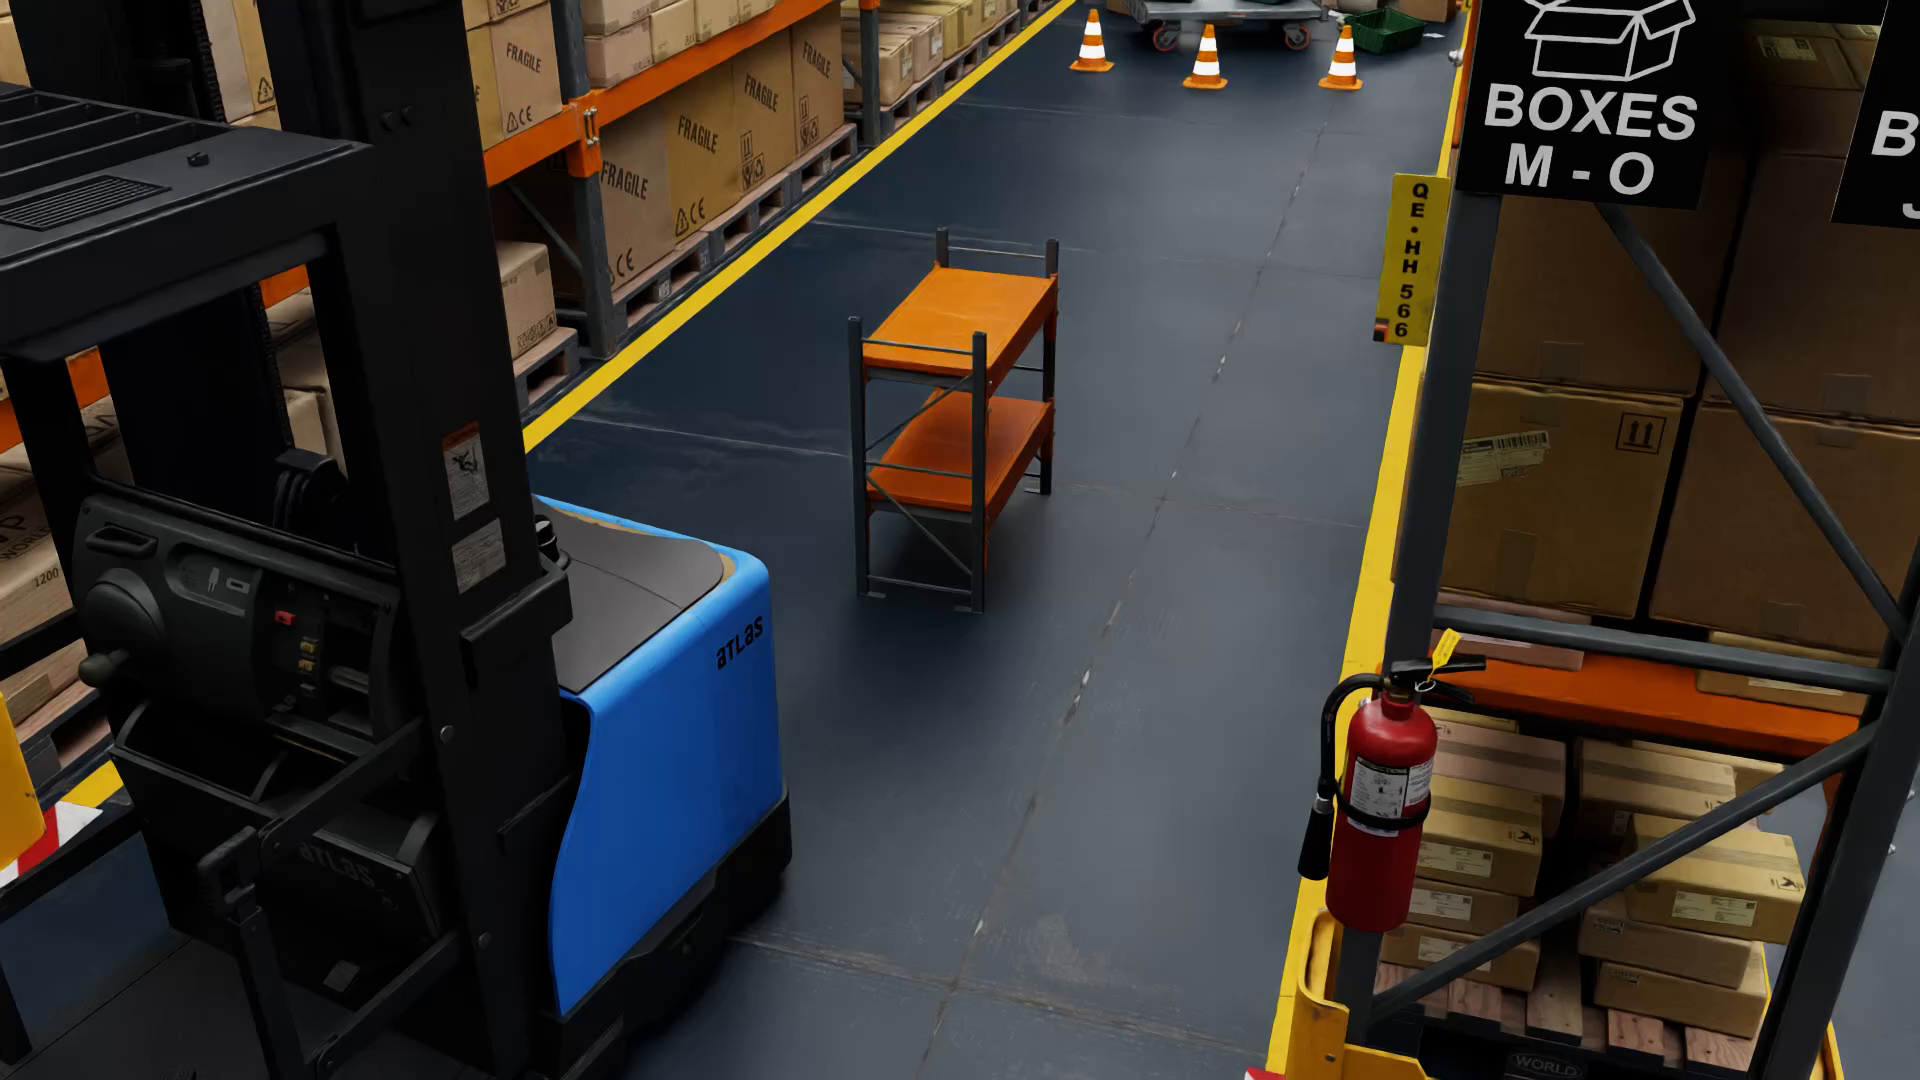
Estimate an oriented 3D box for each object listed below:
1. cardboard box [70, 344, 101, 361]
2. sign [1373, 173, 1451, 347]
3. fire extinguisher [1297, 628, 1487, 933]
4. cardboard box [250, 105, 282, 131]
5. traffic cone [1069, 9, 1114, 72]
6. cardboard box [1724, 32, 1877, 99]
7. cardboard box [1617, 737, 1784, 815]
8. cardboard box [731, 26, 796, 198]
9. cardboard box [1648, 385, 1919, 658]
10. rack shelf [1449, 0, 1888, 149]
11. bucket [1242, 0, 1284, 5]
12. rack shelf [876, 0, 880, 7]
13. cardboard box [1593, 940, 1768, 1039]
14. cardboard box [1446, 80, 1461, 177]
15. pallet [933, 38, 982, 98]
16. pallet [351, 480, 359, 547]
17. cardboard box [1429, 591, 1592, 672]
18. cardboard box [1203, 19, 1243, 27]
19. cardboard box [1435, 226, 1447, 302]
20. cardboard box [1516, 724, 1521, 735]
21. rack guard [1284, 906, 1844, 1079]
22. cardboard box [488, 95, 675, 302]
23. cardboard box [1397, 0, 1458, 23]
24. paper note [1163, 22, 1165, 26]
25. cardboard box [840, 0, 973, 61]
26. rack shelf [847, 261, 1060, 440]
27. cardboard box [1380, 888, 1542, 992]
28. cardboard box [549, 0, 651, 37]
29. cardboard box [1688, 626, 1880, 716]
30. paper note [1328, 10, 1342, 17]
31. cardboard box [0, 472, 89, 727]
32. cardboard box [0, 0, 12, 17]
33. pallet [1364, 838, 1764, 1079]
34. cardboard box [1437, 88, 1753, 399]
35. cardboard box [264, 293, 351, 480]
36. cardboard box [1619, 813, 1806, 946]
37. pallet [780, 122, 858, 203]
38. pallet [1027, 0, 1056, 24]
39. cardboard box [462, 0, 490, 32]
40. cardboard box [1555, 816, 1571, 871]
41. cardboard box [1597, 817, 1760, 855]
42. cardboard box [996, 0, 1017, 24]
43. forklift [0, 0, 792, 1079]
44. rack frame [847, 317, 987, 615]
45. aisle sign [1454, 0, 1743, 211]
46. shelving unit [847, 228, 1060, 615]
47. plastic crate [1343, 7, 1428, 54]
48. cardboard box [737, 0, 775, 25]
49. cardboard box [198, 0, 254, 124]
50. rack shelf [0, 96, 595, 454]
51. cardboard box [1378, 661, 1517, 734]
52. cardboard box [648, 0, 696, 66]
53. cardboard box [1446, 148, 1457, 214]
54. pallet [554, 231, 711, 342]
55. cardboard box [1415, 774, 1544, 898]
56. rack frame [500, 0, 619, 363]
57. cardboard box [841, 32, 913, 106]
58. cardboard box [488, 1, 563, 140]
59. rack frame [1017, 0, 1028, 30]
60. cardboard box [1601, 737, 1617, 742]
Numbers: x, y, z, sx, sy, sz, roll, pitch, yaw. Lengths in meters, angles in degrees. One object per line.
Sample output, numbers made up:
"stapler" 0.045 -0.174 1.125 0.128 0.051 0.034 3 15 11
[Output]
"cardboard box" -2.867 -0.905 5.189 0.500 0.500 0.500 8 30 14
"sign" 0.833 -0.513 3.071 0.100 0.325 0.005 8 30 15
"fire extinguisher" 0.843 0.467 3.288 0.296 0.674 0.183 8 30 15
"cardboard box" -2.569 -1.374 6.032 0.500 0.500 0.500 10 30 17
"traffic cone" 1.093 -4.132 13.702 0.336 0.463 0.334 8 30 15
"cardboard box" 1.885 -0.798 3.661 0.500 0.500 0.500 9 30 16
"cardboard box" 1.999 0.582 4.506 0.380 0.149 0.250 8 30 15
"cardboard box" -1.604 -2.690 10.254 0.875 0.875 0.875 9 30 15
"cardboard box" 1.754 -0.124 3.478 0.500 0.500 0.500 10 31 17
"rack shelf" 1.945 -1.707 4.387 1.077 0.370 4.000 8 30 15
"bucket" 2.716 -4.983 14.426 0.726 0.611 0.620 20 45 32
"rack shelf" -0.469 -4.773 12.985 1.077 0.370 4.000 8 30 15
"cardboard box" 1.817 1.084 4.217 0.380 0.149 0.250 9 30 16
"cardboard box" 1.825 -1.159 5.340 0.500 0.500 0.500 8 30 14
"pallet" -0.465 -3.867 13.485 1.003 0.211 1.213 8 30 15
"pallet" -2.884 -0.169 6.838 1.003 0.211 1.213 8 30 15
"cardboard box" 1.183 0.137 3.676 0.380 0.149 0.250 9 30 15
"cardboard box" 2.409 -4.894 15.275 0.258 0.266 0.396 -12 31 -20
"cardboard box" 1.400 -0.439 4.044 0.500 0.500 0.500 8 30 14
"cardboard box" 1.391 0.624 4.738 0.380 0.149 0.250 7 30 13
"rack guard" 1.380 1.276 3.942 1.175 0.500 0.348 8 30 15
"cardboard box" -2.124 -1.854 8.750 0.875 0.875 0.875 9 30 16
"cardboard box" 4.355 -5.134 15.462 0.500 0.500 0.500 14 32 23
"paper note" 1.905 -4.722 15.207 0.148 0.019 0.142 8 30 15
"cardboard box" -0.443 -4.150 13.396 0.950 0.372 0.625 10 30 17
"rack shelf" -0.002 -0.744 6.329 0.538 0.278 1.000 8 30 15
"cardboard box" 1.313 1.007 4.355 0.380 0.149 0.250 9 30 16
"cardboard box" -1.831 -2.616 8.008 0.500 0.250 0.500 8 30 13
"cardboard box" 1.766 0.225 3.518 0.380 0.149 0.250 8 30 14
"paper note" 3.529 -4.949 15.623 0.172 0.023 0.155 20 35 32
"cardboard box" -3.306 0.175 5.554 0.875 0.438 0.875 7 30 13
"cardboard box" -2.840 -1.566 4.681 0.380 0.149 0.250 9 30 16
"pallet" 1.652 1.030 4.681 1.003 0.211 1.213 8 30 15
"cardboard box" 1.254 -0.640 3.377 0.500 0.500 0.500 8 30 14
"cardboard box" -2.779 -0.670 7.073 0.875 0.438 0.875 8 30 13
"cardboard box" 1.836 0.826 4.067 0.380 0.149 0.250 7 30 13
"pallet" -1.359 -2.584 11.177 1.003 0.211 1.213 8 30 15
"pallet" 0.282 -5.115 15.728 1.003 0.211 1.213 8 30 15
"cardboard box" -2.261 -2.286 6.643 0.500 0.500 0.500 8 30 14
"cardboard box" 1.882 0.834 4.666 0.380 0.149 0.250 9 30 15
"cardboard box" 1.891 0.825 4.375 0.380 0.149 0.250 8 30 15
"cardboard box" -0.033 -4.808 14.578 0.950 0.372 0.625 9 30 16
"forklift" -1.627 0.228 3.325 1.130 2.935 3.031 14 32 24
"rack frame" -0.151 -0.252 6.046 0.500 1.125 0.032 8 30 15
"aisle sign" 1.049 -0.926 2.654 0.394 0.787 0.004 8 30 15
"shelving unit" -0.002 -0.488 6.471 0.538 1.125 1.048 8 30 15
"plastic crate" 3.679 -4.422 14.446 0.662 0.188 0.450 -24 47 -37
"cardboard box" -1.377 -3.108 9.406 0.500 0.250 0.500 8 30 14
"cardboard box" -2.702 -1.585 5.382 0.500 0.500 0.500 8 30 14
"rack shelf" -2.817 -1.055 6.301 1.077 0.370 4.000 8 30 15
"cardboard box" 1.354 0.492 4.668 0.380 0.149 0.250 8 30 14
"cardboard box" -1.698 -2.641 8.566 0.500 0.250 0.500 8 30 14
"cardboard box" 1.547 -1.118 4.237 0.500 0.500 0.500 10 31 17
"pallet" -2.075 -1.450 9.139 1.003 0.211 1.213 8 30 15
"cardboard box" 1.271 0.739 4.224 0.380 0.149 0.250 9 30 15
"rack frame" -2.230 -2.299 7.797 1.000 3.000 0.127 8 30 15
"cardboard box" -0.880 -3.454 12.145 0.950 0.372 0.625 6 30 11
"cardboard box" -2.122 -2.091 7.320 0.500 0.500 0.500 9 30 15
"rack frame" 0.118 -6.017 14.480 1.000 3.000 0.127 8 30 15
"cardboard box" 2.058 0.595 4.789 0.380 0.149 0.250 9 30 16
